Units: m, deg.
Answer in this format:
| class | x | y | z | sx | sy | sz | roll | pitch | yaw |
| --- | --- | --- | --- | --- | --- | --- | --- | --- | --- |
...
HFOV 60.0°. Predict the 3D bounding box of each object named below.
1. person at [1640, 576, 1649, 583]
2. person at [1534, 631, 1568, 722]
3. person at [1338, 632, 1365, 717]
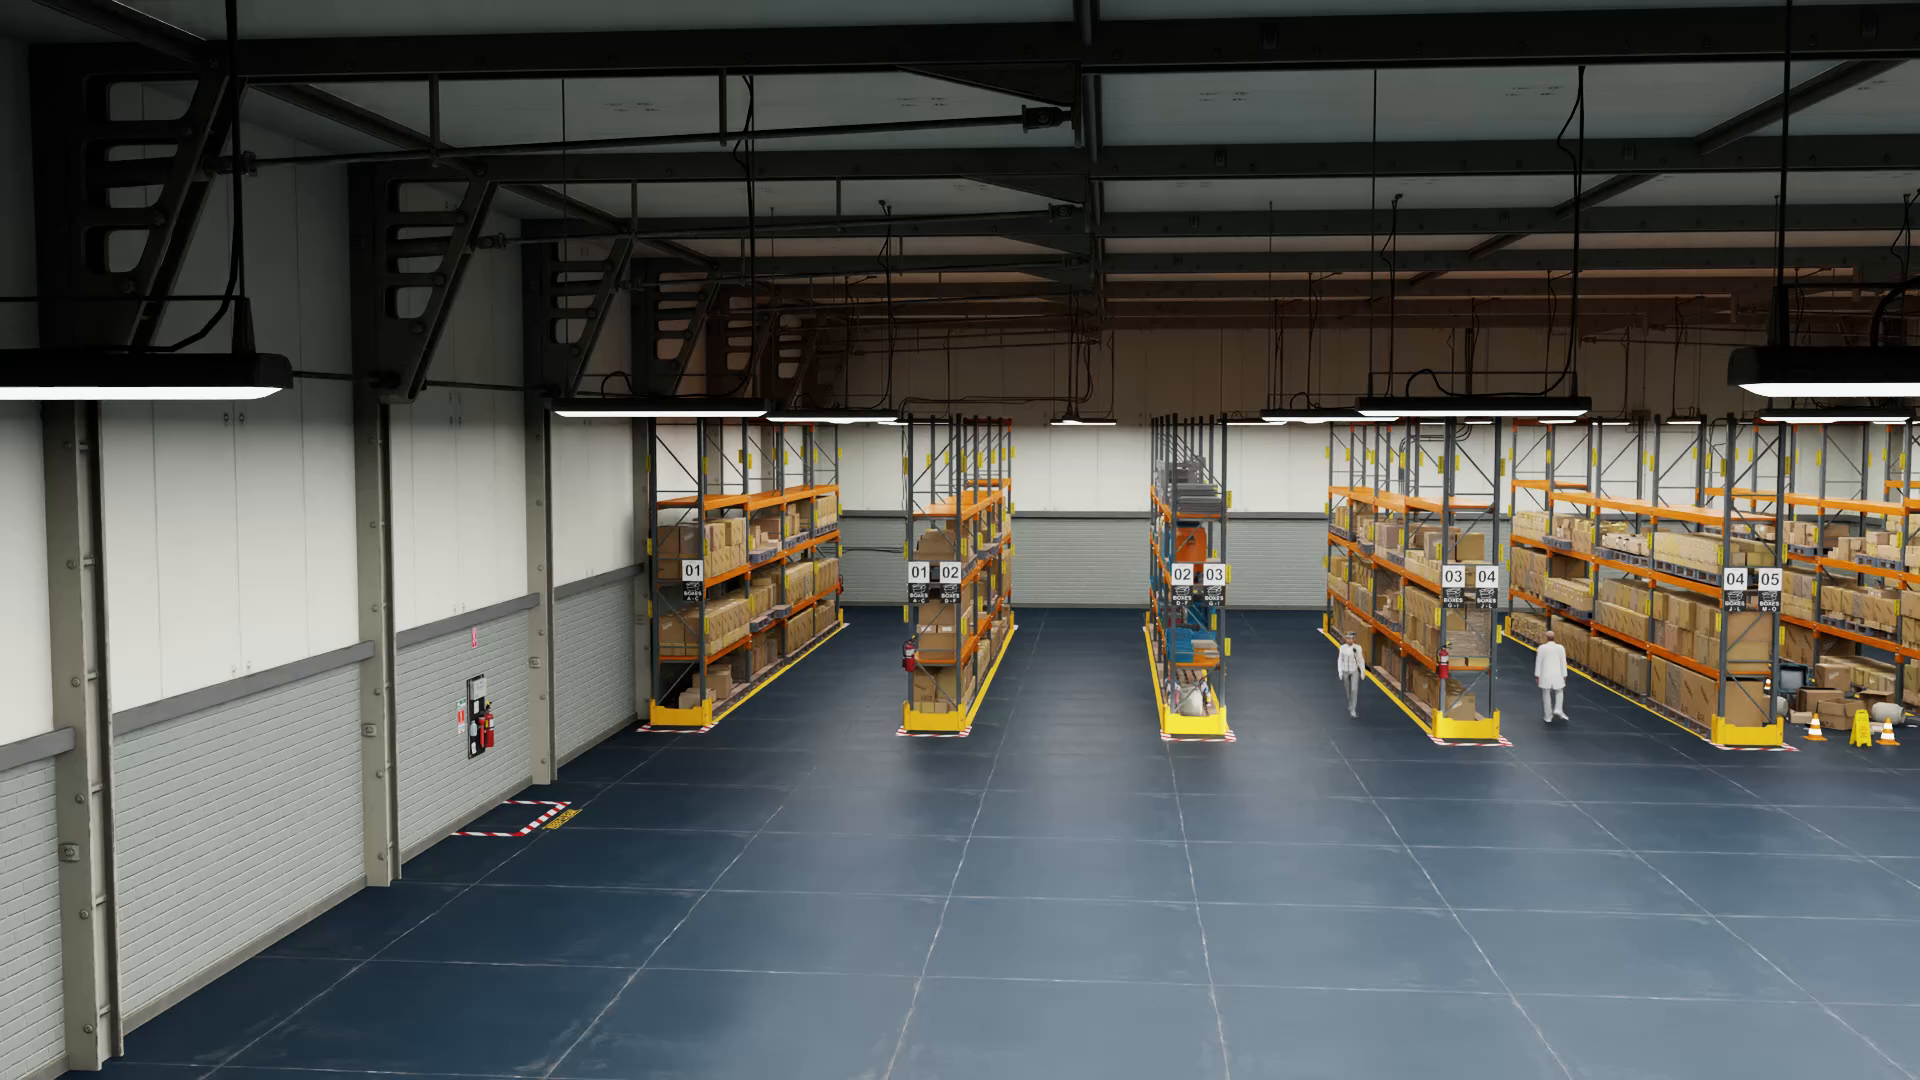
| class | x | y | z | sx | sy | sz | roll | pitch | yaw |
| --- | --- | --- | --- | --- | --- | --- | --- | --- | --- |
| person | 19.297 | 1.677 | 47.123 | 1.017 | 1.750 | 0.554 | 0 | 4 | -1 |
| person | 11.510 | 2.658 | 32.376 | 0.627 | 1.777 | 0.587 | 1 | 4 | 9 |
| person | 7.791 | 2.648 | 33.222 | 0.528 | 1.629 | 0.849 | 2 | 5 | 33 |
